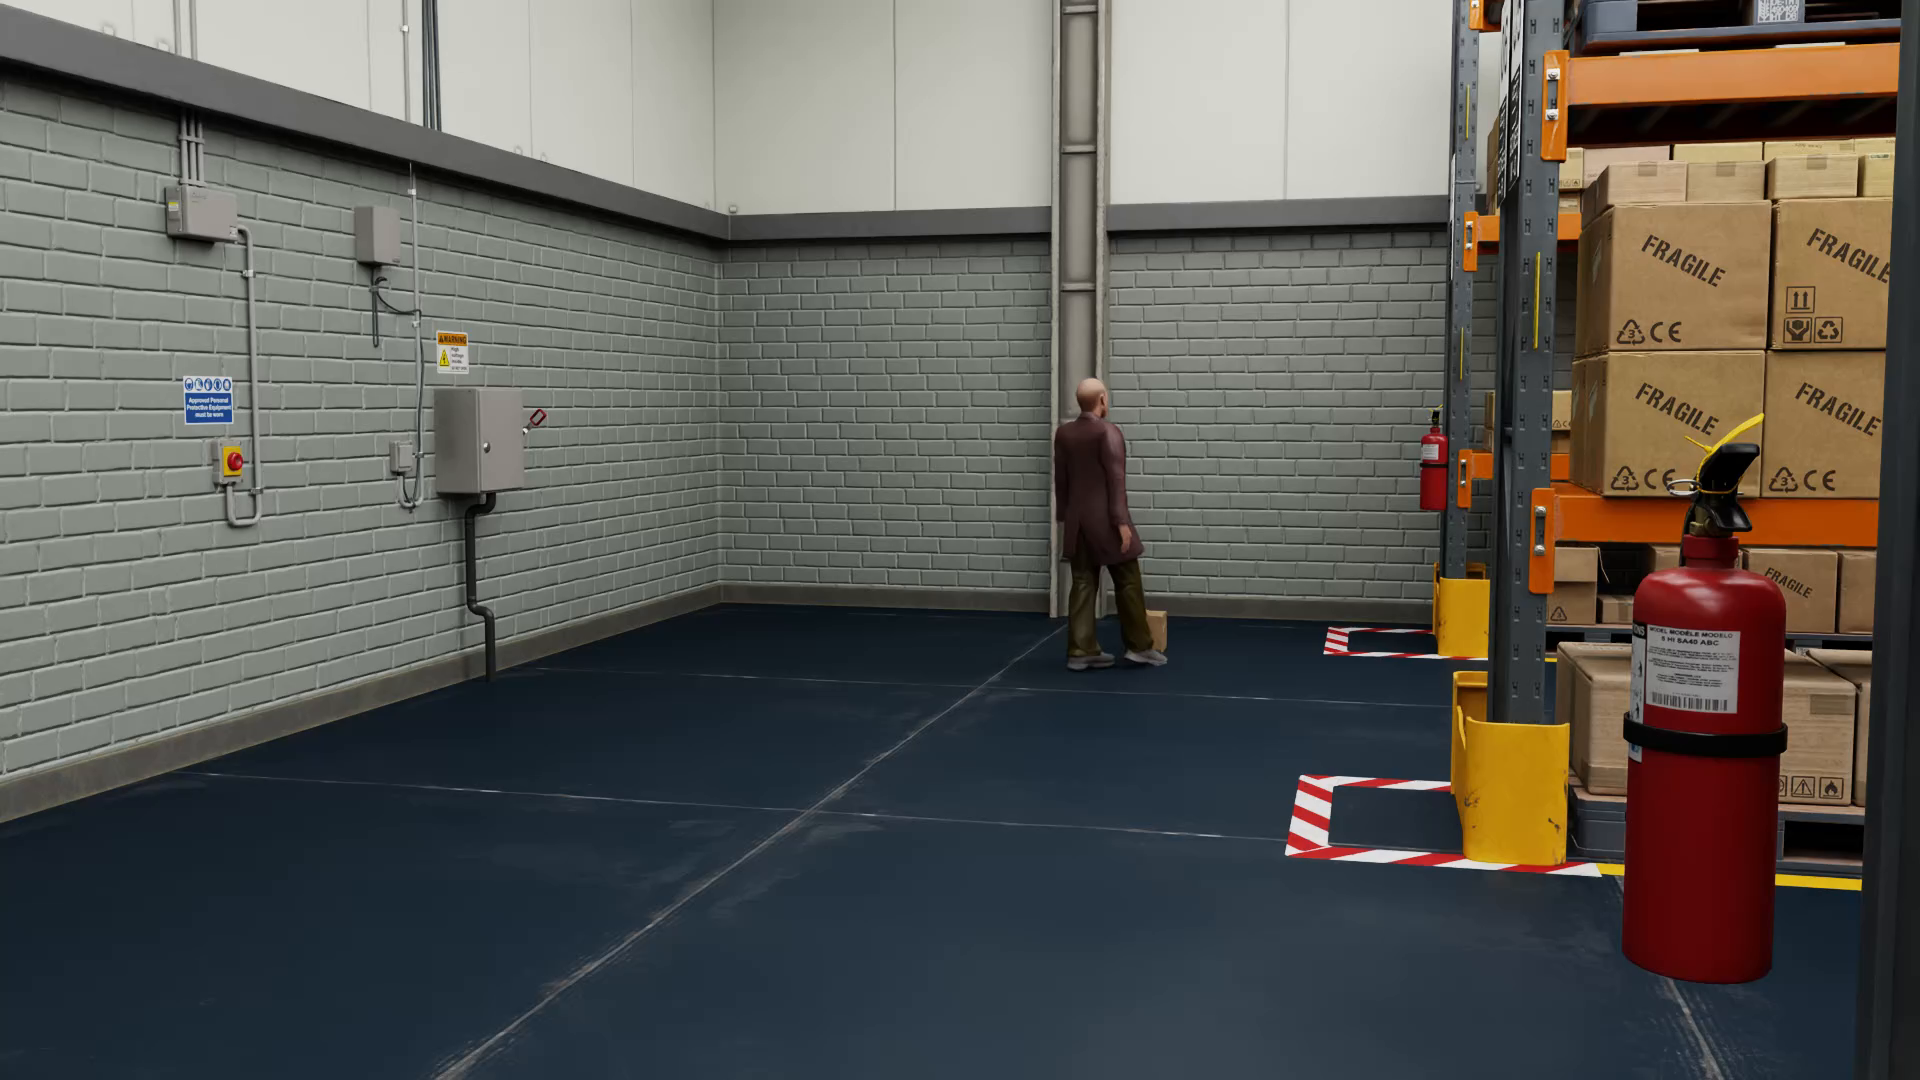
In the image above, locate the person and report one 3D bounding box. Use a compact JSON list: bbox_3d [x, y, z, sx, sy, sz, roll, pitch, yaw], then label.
[{"bbox_3d":[0.926,-0.101,10.257,0.737,1.784,0.665,-5,7,-44],"label":"person"}]
